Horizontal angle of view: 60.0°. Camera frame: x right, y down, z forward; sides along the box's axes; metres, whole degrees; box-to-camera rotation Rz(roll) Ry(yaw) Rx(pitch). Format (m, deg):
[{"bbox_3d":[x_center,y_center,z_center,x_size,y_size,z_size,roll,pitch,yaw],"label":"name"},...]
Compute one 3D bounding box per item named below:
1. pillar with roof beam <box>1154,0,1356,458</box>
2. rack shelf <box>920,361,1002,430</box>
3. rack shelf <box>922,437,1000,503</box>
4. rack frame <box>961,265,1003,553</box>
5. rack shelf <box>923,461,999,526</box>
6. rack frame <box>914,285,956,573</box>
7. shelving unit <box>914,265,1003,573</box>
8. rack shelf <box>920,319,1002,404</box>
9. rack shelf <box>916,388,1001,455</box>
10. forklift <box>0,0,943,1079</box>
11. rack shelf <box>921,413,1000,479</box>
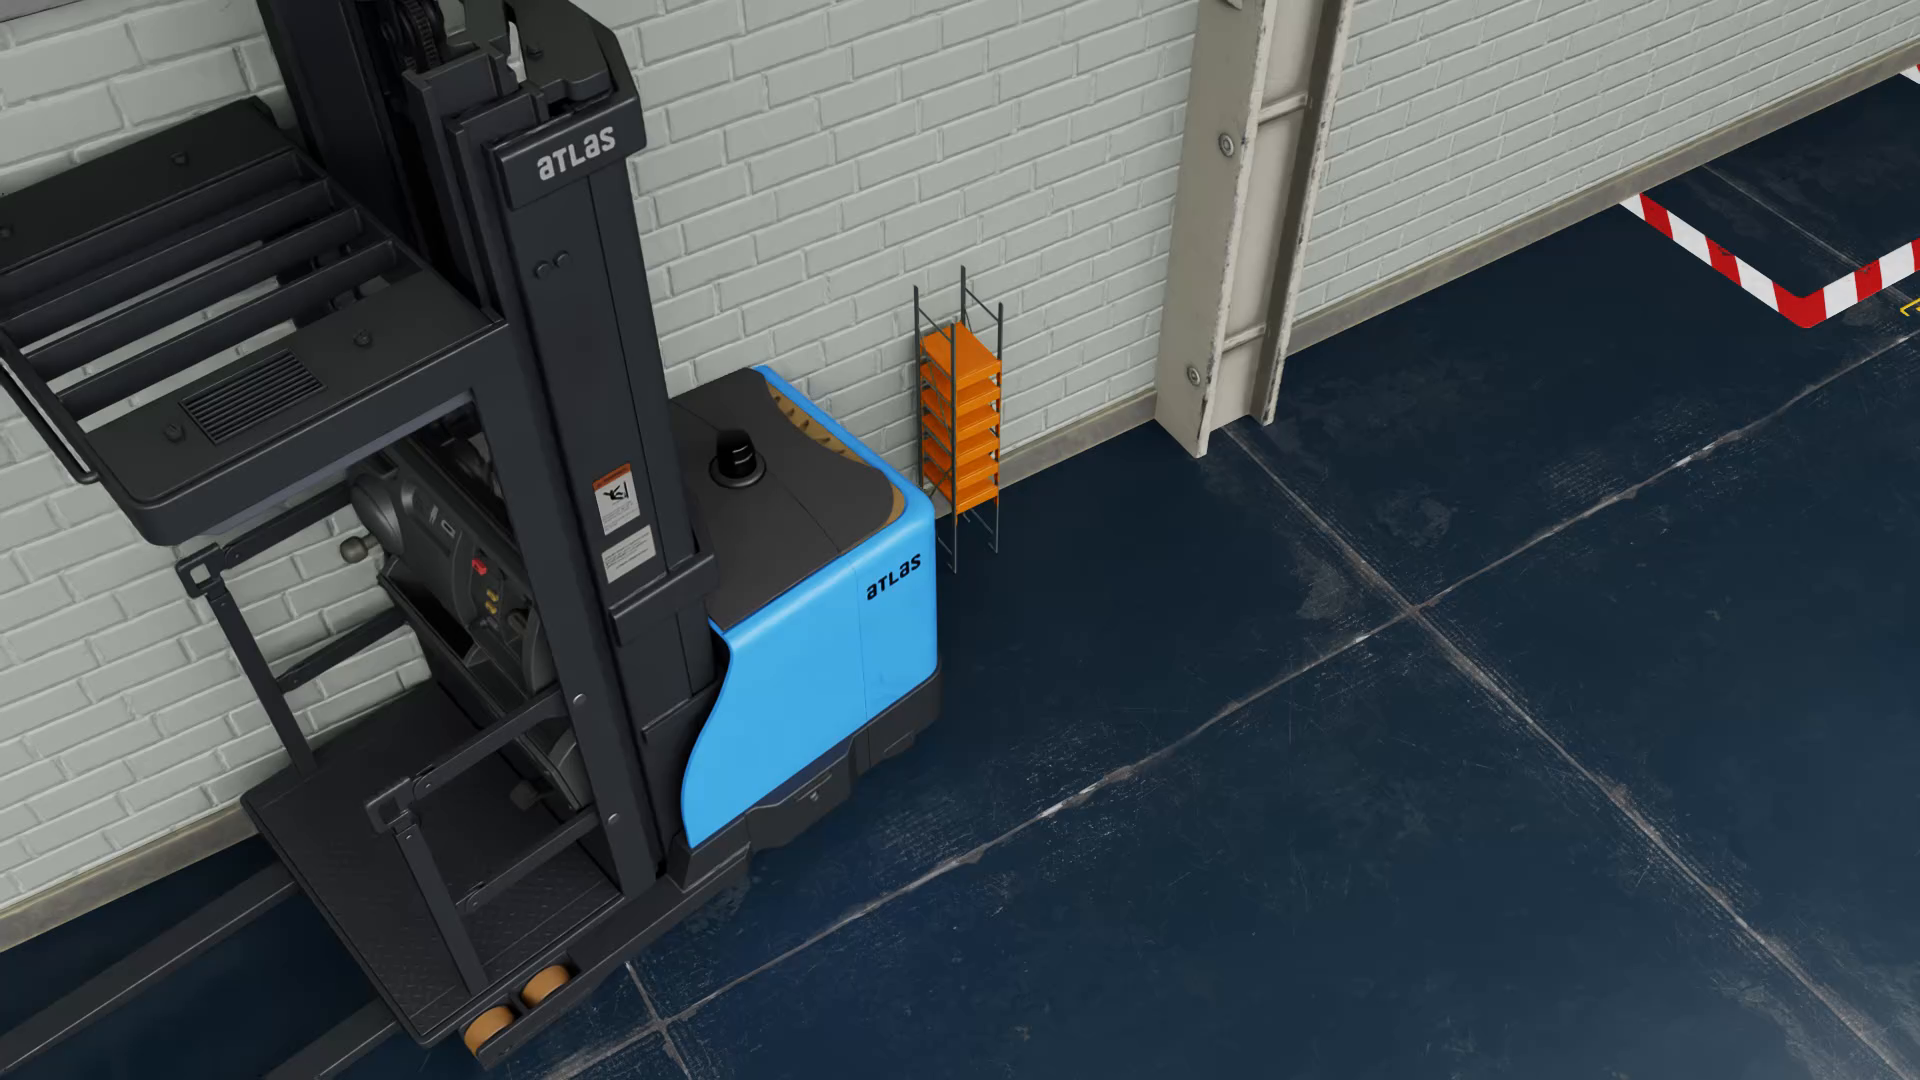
[{"bbox_3d":[3.310,-0.770,0.910,0.400,9.000,9.100,-25,53,-21],"label":"pillar with roof beam"},{"bbox_3d":[-0.006,-0.518,5.646,0.180,0.103,0.258,-26,53,-21],"label":"rack shelf"},{"bbox_3d":[-0.006,-0.279,5.915,0.180,0.103,0.258,-26,53,-21],"label":"rack shelf"},{"bbox_3d":[0.071,-0.426,5.826,0.006,1.200,0.240,-26,53,-21],"label":"rack frame"},{"bbox_3d":[-0.006,-0.199,6.005,0.180,0.103,0.258,-26,53,-21],"label":"rack shelf"},{"bbox_3d":[-0.082,-0.351,5.759,0.006,1.200,0.240,-26,53,-21],"label":"rack frame"},{"bbox_3d":[-0.006,-0.388,5.792,0.189,1.200,0.258,-26,53,-21],"label":"shelving unit"},{"bbox_3d":[-0.006,-0.598,5.557,0.180,0.103,0.258,-26,53,-21],"label":"rack shelf"},{"bbox_3d":[-0.006,-0.439,5.736,0.180,0.103,0.258,-26,53,-21],"label":"rack shelf"},{"bbox_3d":[-1.487,0.109,4.191,3.031,2.935,1.130,-34,57,-27],"label":"forklift"},{"bbox_3d":[-0.006,-0.359,5.826,0.180,0.103,0.258,-26,53,-21],"label":"rack shelf"}]
